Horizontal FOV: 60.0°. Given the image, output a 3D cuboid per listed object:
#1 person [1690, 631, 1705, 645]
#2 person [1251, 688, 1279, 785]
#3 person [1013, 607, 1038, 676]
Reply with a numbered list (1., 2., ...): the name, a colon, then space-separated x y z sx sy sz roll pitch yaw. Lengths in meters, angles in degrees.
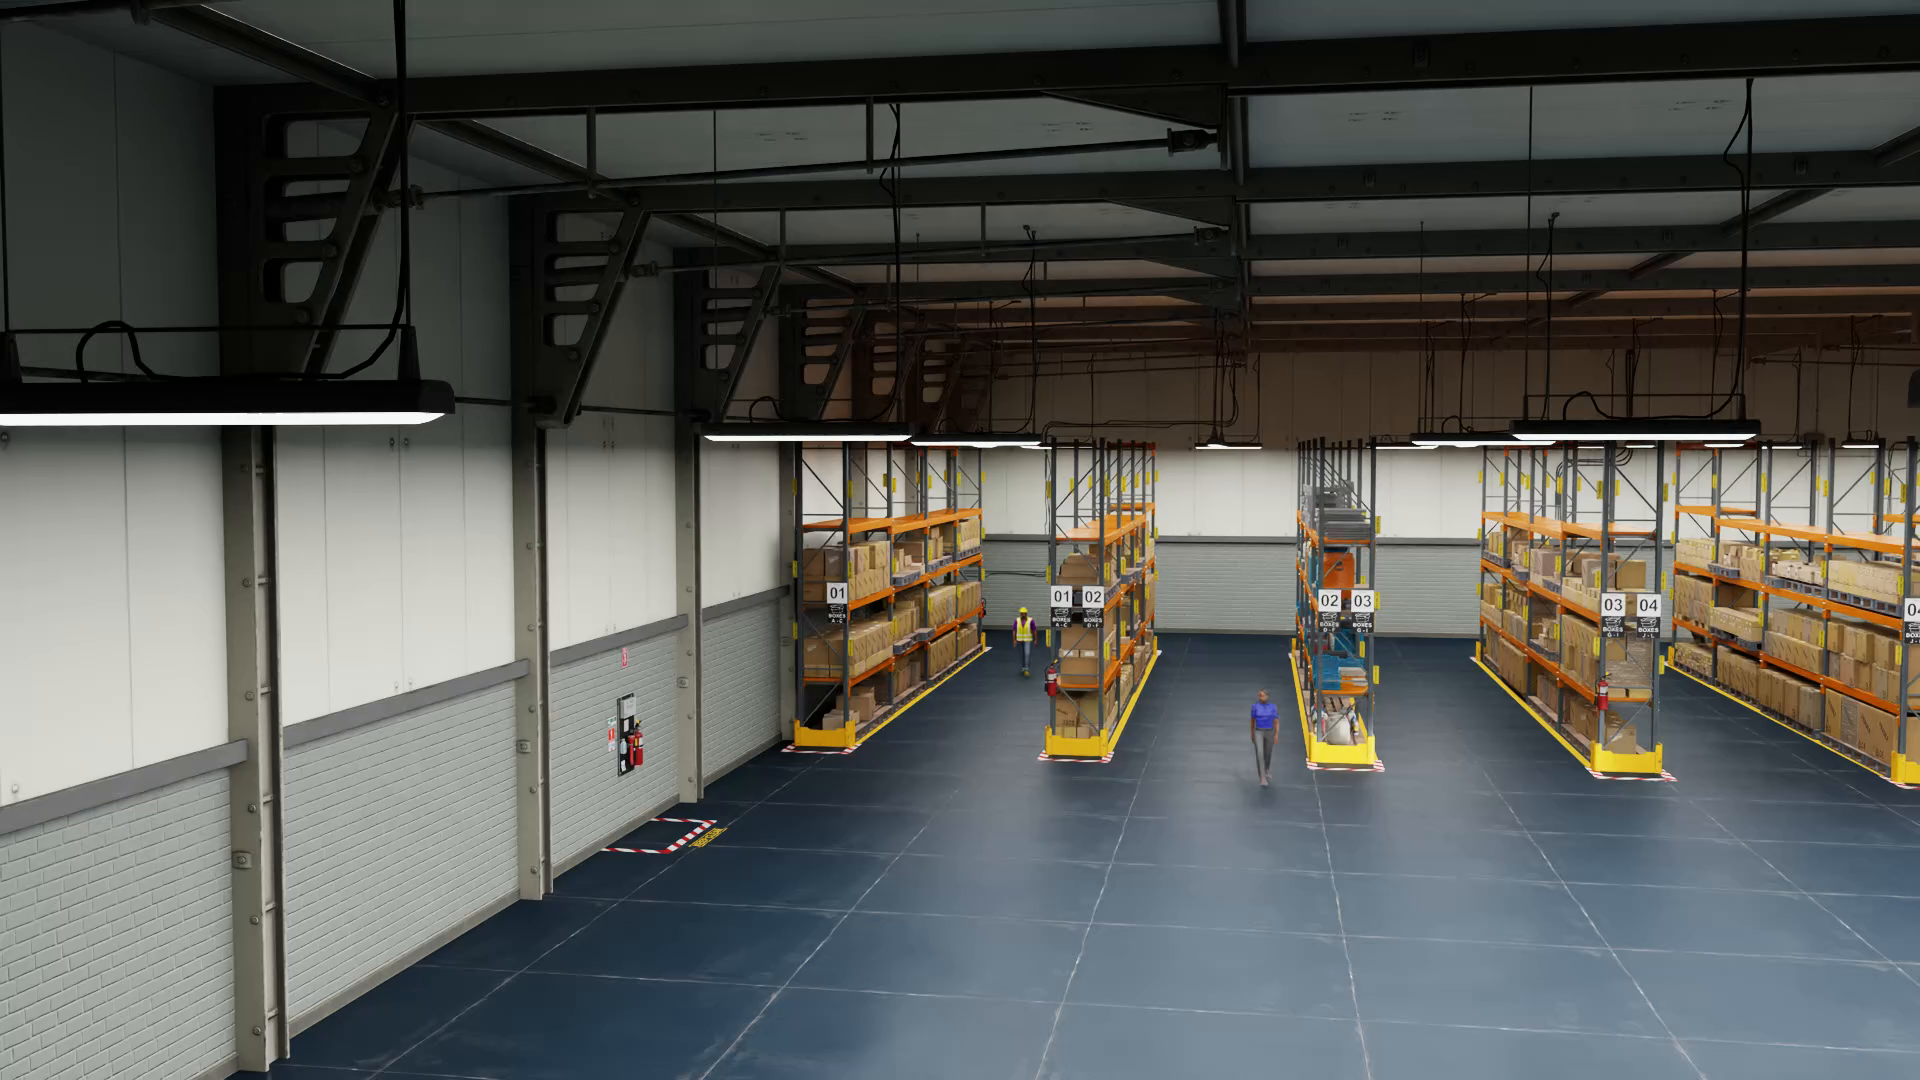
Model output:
1. person: 20.193 2.408 45.621 0.758 1.777 0.593 2 4 32
2. person: 5.266 3.373 28.663 0.466 1.619 0.945 0 3 4
3. person: 1.635 2.582 42.517 0.616 1.716 0.966 1 3 18
